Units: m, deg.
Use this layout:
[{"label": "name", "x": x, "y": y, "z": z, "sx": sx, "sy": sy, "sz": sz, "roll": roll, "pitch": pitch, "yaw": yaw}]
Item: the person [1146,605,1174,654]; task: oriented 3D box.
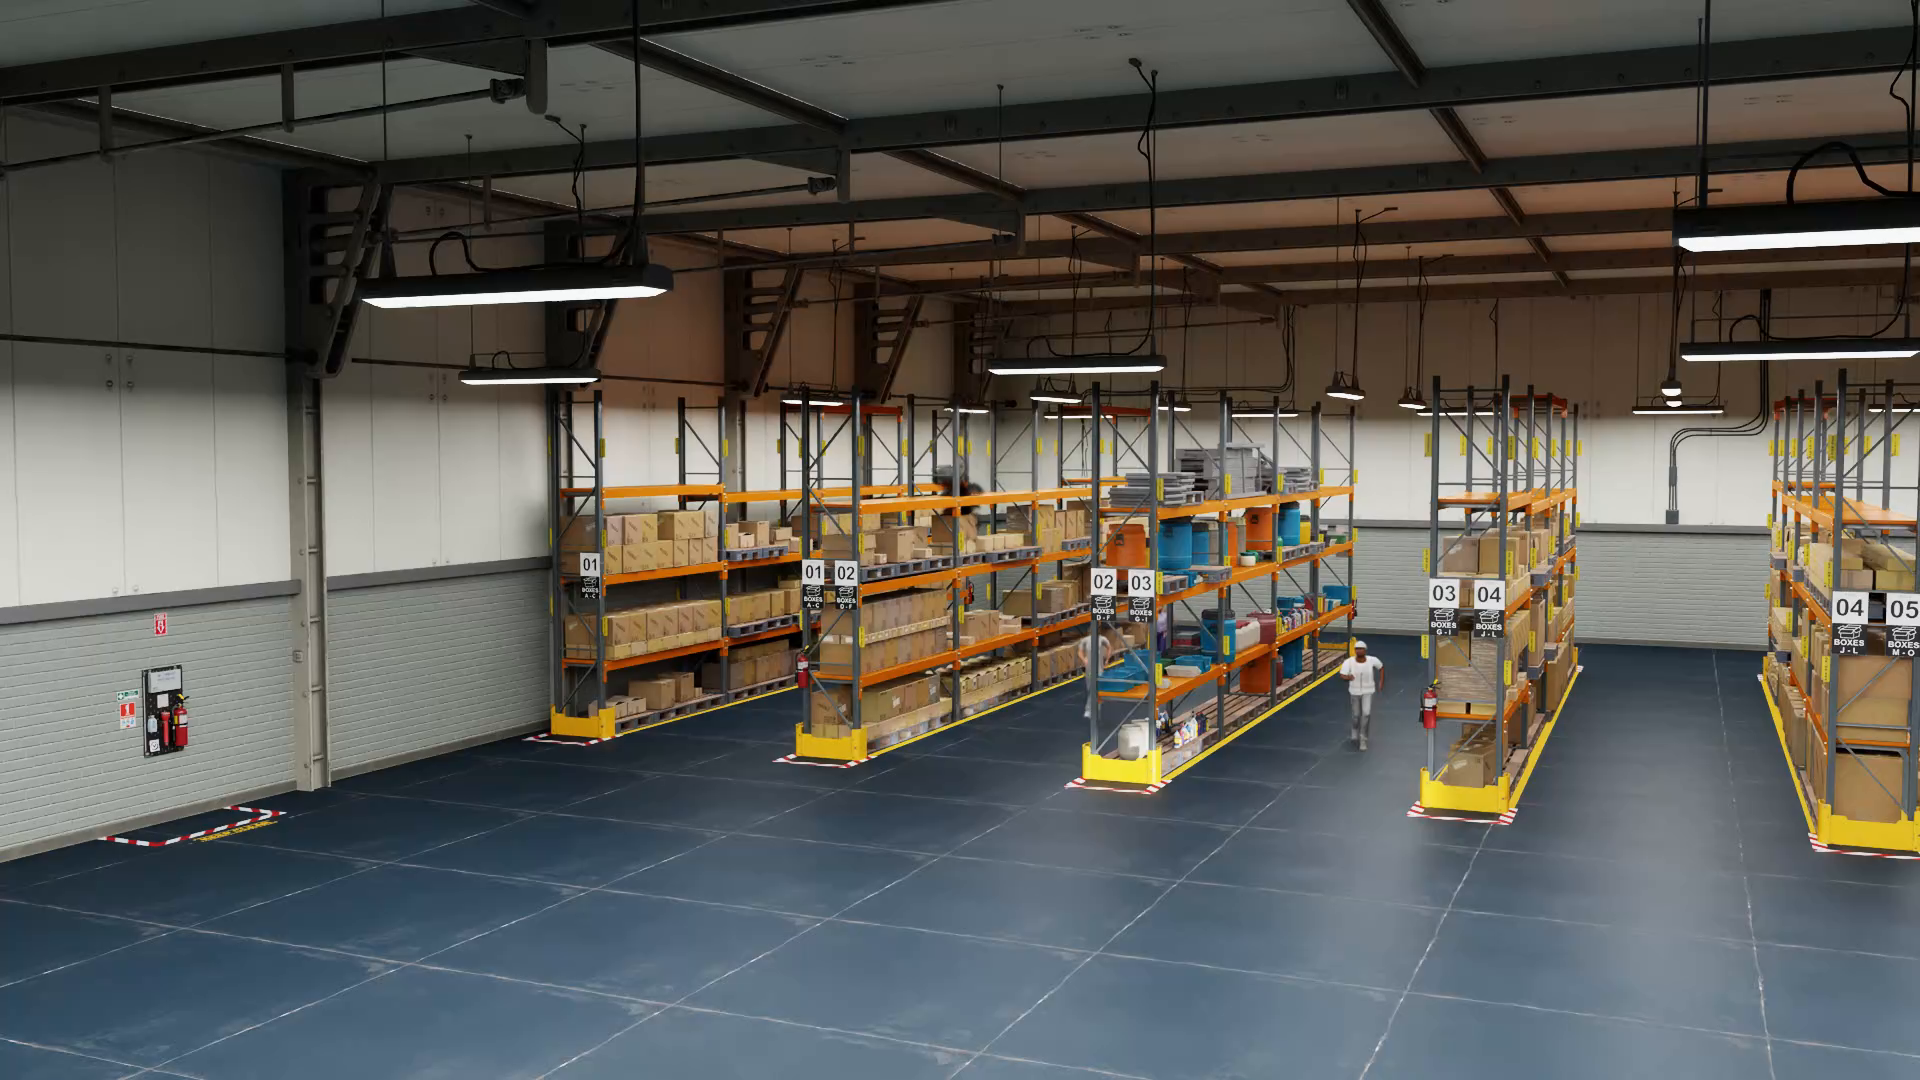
[{"label": "person", "x": 4.427, "y": 2.173, "z": 36.914, "sx": 0.614, "sy": 1.599, "sz": 0.575, "roll": 1, "pitch": 3, "yaw": 16}]

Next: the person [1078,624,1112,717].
[{"label": "person", "x": 2.389, "y": 2.284, "z": 29.612, "sx": 0.588, "sy": 1.649, "sz": 0.881, "roll": 1, "pitch": 3, "yaw": 15}]

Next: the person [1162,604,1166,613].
[{"label": "person", "x": 5.220, "y": 1.784, "z": 42.599, "sx": 0.563, "sy": 1.660, "sz": 0.994, "roll": -3, "pitch": 4, "yaw": -39}]

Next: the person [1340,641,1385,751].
[{"label": "person", "x": 6.733, "y": 2.586, "z": 27.846, "sx": 0.710, "sy": 1.820, "sz": 0.906, "roll": 1, "pitch": 3, "yaw": 18}]
